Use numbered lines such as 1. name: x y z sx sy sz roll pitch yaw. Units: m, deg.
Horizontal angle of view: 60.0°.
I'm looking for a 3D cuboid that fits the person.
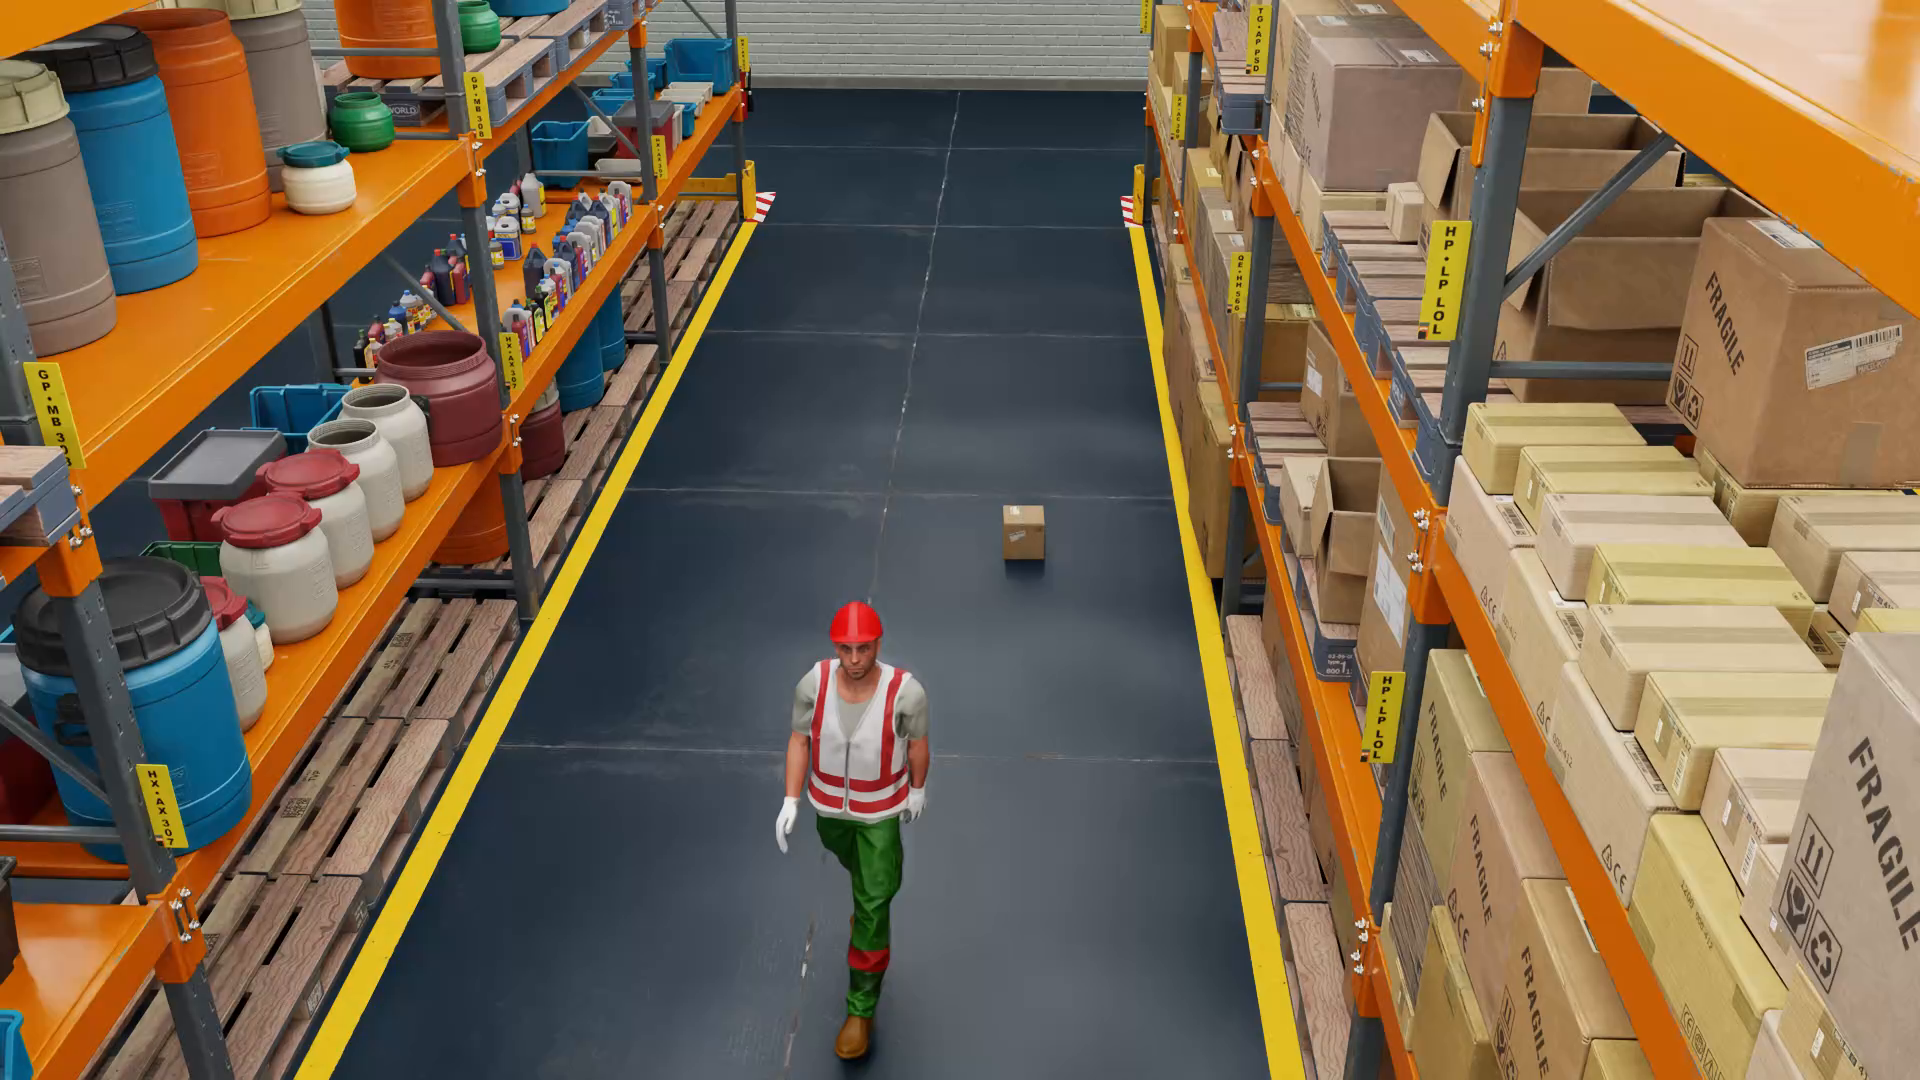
1. person: -0.431 1.064 6.560 0.536 1.736 1.034 7 29 14
